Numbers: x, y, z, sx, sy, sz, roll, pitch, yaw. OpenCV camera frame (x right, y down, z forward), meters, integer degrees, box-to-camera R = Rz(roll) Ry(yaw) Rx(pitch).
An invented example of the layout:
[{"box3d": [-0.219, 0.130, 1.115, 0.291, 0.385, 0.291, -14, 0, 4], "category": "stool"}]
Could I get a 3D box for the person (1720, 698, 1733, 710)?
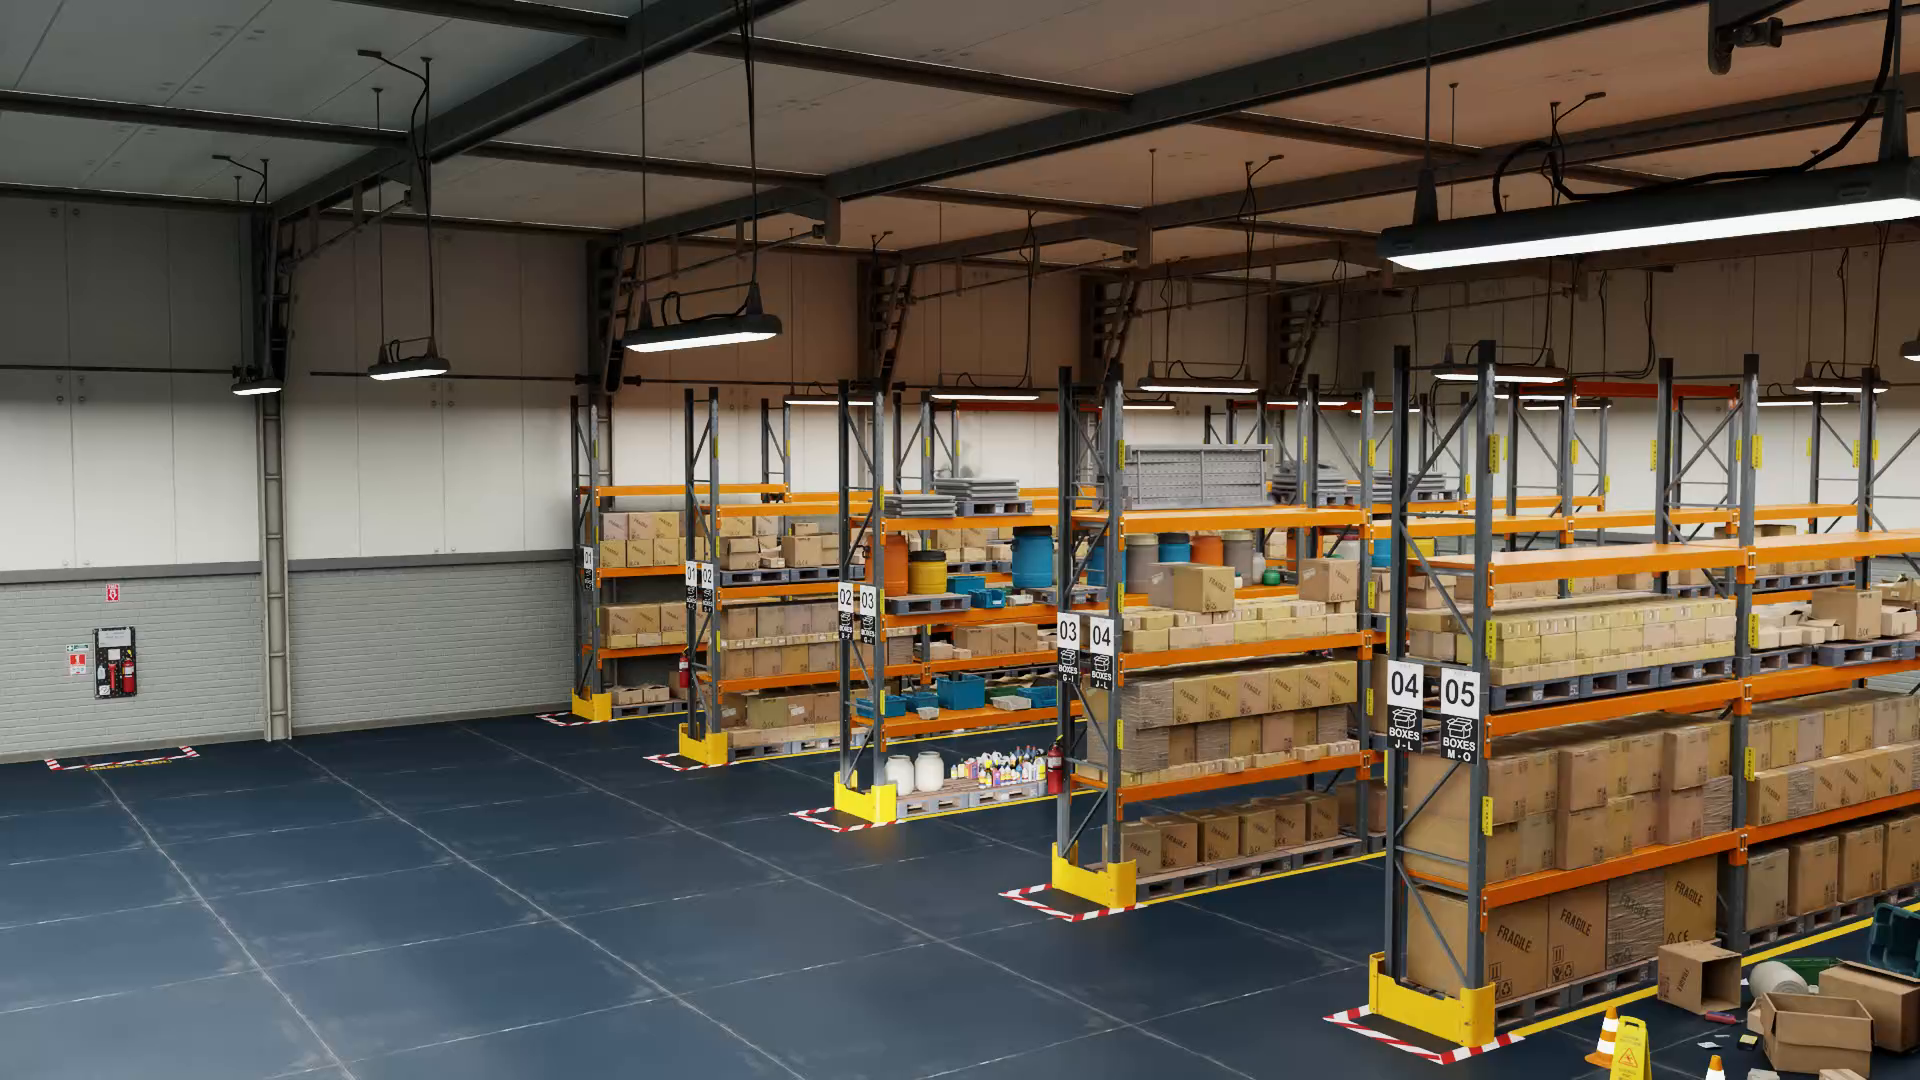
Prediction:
[{"box3d": [10.489, 2.929, 22.728, 0.569, 1.733, 0.668, -3, 4, -38], "category": "person"}]
